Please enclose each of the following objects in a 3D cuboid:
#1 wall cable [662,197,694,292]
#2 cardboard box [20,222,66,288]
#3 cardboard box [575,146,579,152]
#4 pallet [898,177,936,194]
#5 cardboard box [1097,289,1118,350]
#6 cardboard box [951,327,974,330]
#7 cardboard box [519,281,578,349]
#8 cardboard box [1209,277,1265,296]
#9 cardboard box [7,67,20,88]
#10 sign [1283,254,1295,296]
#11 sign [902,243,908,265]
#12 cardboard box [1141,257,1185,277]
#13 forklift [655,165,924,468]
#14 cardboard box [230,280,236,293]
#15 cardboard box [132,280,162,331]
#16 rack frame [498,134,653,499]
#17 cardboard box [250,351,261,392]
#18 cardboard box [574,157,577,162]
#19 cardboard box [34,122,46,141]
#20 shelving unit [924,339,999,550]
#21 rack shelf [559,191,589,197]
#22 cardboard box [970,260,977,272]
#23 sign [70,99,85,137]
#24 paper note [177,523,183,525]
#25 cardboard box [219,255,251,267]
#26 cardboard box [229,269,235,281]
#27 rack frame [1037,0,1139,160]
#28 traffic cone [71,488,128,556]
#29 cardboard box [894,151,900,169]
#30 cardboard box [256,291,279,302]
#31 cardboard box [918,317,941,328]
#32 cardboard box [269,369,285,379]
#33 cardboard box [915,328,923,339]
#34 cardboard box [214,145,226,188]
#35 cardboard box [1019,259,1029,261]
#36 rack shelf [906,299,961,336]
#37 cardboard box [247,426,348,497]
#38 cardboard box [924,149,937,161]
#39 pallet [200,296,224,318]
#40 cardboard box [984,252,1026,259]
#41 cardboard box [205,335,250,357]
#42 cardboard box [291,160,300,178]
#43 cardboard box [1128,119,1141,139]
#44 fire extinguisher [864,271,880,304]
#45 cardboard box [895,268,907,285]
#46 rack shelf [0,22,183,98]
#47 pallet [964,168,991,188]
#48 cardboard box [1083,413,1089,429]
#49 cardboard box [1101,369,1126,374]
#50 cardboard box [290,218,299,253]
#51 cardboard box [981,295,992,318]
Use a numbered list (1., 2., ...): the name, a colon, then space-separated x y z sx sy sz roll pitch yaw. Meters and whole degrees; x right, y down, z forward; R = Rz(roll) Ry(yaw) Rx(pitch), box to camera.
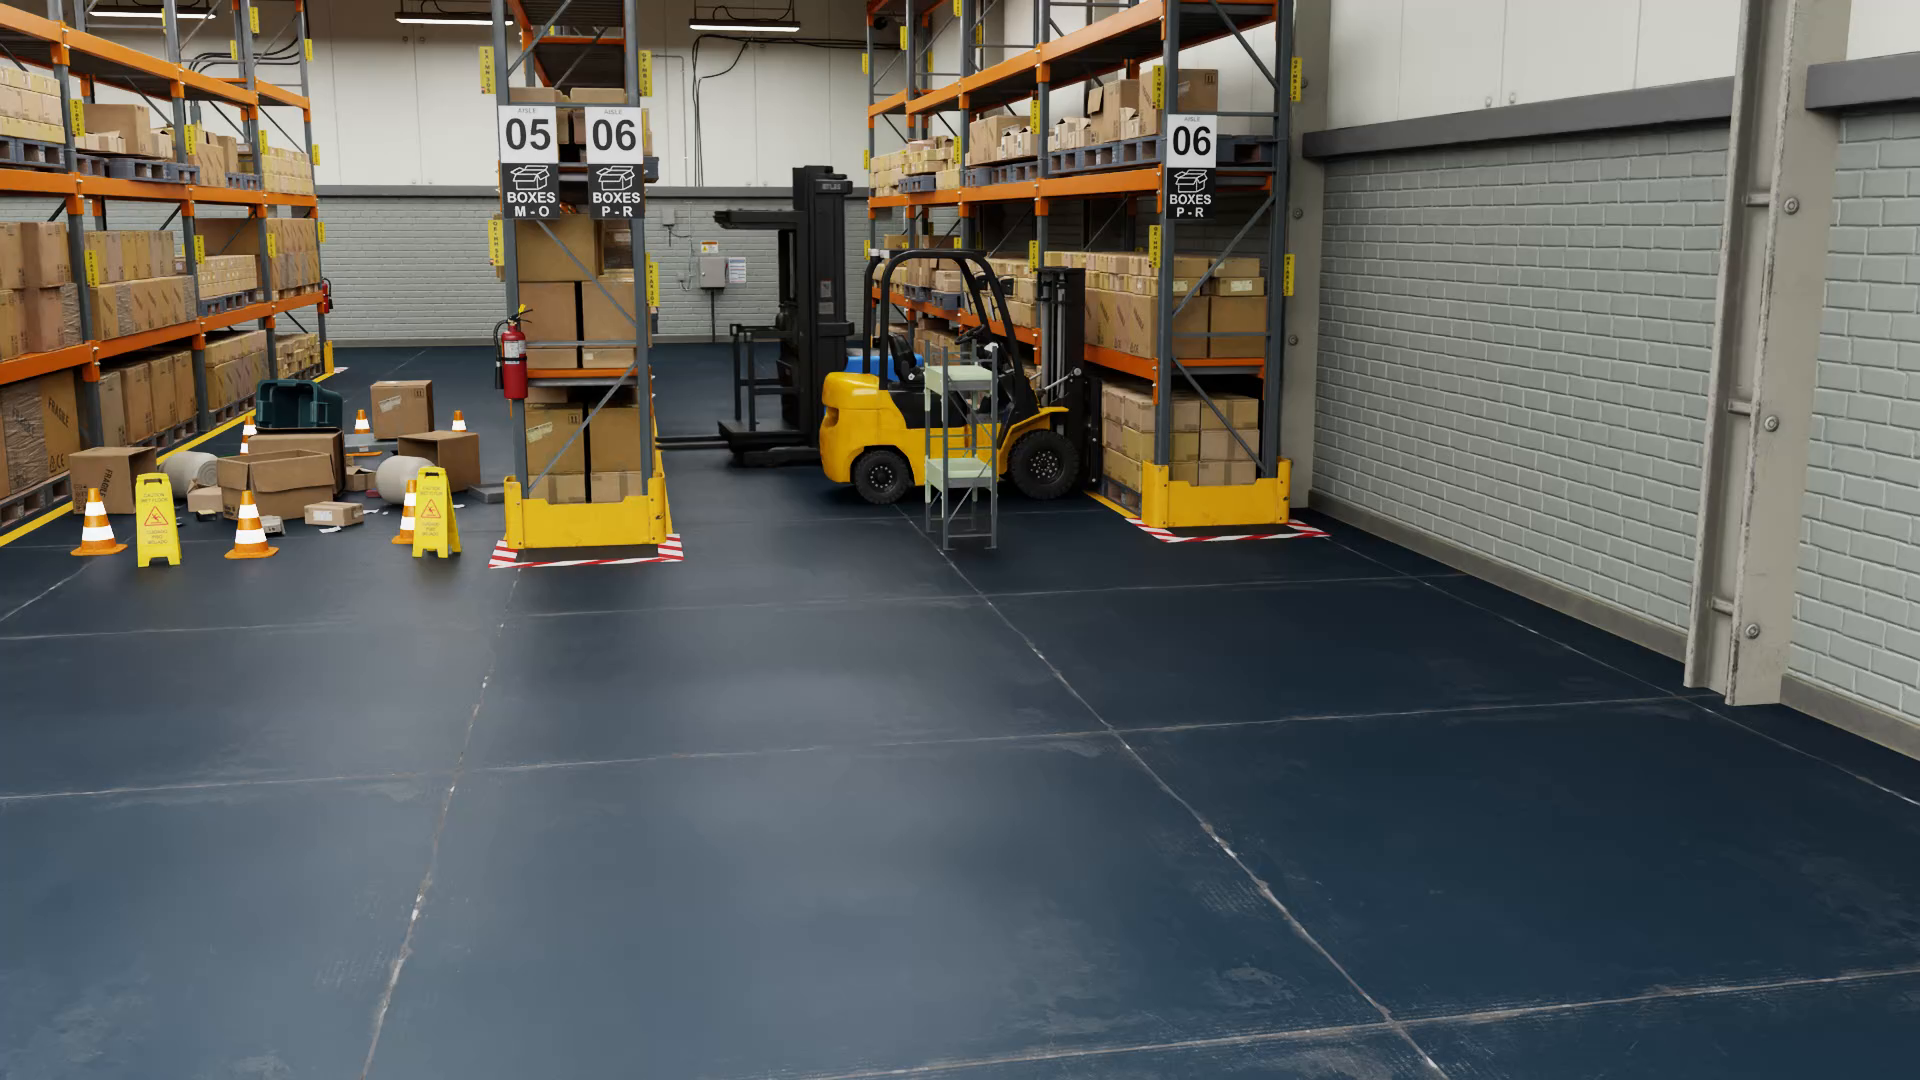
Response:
1. wall cable: -5.650 -5.964 33.292 0.588 1.984 0.122 -2 11 -11
2. cardboard box: -8.162 -2.417 14.084 0.875 0.550 0.550 -2 11 -11
3. cardboard box: -2.857 -3.278 13.479 0.500 0.250 0.500 -2 11 -9
4. pallet: -0.215 -5.085 23.868 1.213 0.211 1.003 -2 11 -11
5. cardboard box: 1.516 -1.944 14.620 0.500 0.500 0.500 -2 11 -12
6. cardboard box: 0.081 -3.065 24.607 0.380 0.149 0.250 -3 11 -13
7. cardboard box: -3.183 -1.728 12.691 0.500 0.500 0.500 -2 11 -12
8. cardboard box: 2.249 -2.064 13.516 0.380 0.149 0.250 -2 11 -12
9. cardboard box: -7.839 -3.734 13.421 0.380 0.149 0.250 -2 11 -11
10. sign: 2.606 -2.108 13.222 0.100 0.325 0.005 -2 11 -11
11. sign: -0.804 -4.230 24.581 0.100 0.325 0.005 -2 11 -11
12. cardboard box: 1.706 -2.241 13.649 0.380 0.149 0.250 -2 11 -11
13. forklift: -1.924 -2.260 16.734 3.031 2.935 1.130 -3 11 -15
14. cardboard box: -9.449 -3.224 21.163 0.380 0.149 0.250 -2 11 -9
15. cardboard box: -8.552 -2.411 17.076 0.500 0.500 0.500 -2 11 -10
16. rack frame: -2.807 -1.443 12.258 1.000 3.000 0.127 -2 11 -11
17. cardboard box: -9.487 -2.203 21.813 0.500 0.500 0.500 -2 11 -12
18. cardboard box: -3.603 -3.322 14.778 0.380 0.149 0.250 -2 11 -9
19. cardboard box: -7.936 -3.435 13.982 0.380 0.149 0.250 -2 11 -10
20. shelving unit: 0.001 -0.736 12.550 0.431 1.500 0.755 -2 11 -11
21. rack shelf: -3.974 -3.664 17.826 1.077 0.370 4.000 -2 11 -11
22. cardboard box: 0.331 -3.342 20.228 0.380 0.149 0.250 -2 11 -10
23. sign: -7.877 -3.765 14.840 0.100 0.325 0.005 -2 11 -11
24. paper note: -6.275 -0.127 13.288 0.144 0.017 0.142 2 11 9
25. cardboard box: -9.655 -3.705 22.098 0.380 0.149 0.250 -2 11 -13
26. cardboard box: -9.446 -3.367 21.119 0.380 0.149 0.250 -2 11 -11
27. rack frame: 1.283 -5.305 16.503 1.000 3.000 0.127 -2 11 -11
28. traffic cone: -6.354 -0.148 12.235 0.336 0.463 0.334 -2 11 -11
29. cardboard box: -0.715 -5.794 25.360 0.500 0.250 0.500 -2 11 -12
30. cardboard box: -9.711 -3.386 23.137 0.380 0.149 0.250 -2 11 -9
31. cardboard box: -0.405 -3.195 24.494 0.380 0.149 0.250 -2 11 -12
32. cardboard box: -9.733 -2.330 23.417 0.380 0.149 0.250 -3 11 -13
33. cardboard box: -0.464 -3.047 24.510 0.380 0.149 0.250 -2 11 -8
34. cardboard box: -9.256 -4.532 20.196 0.500 0.500 0.500 -2 11 -11
35. cardboard box: 0.918 -3.314 20.082 0.380 0.149 0.250 -2 11 -11
36. rack shelf: 0.116 -3.105 22.913 1.077 0.370 4.000 -2 11 -11
37. cardboard box: -5.822 -0.685 14.587 0.797 0.637 0.503 -2 11 -11
38. cardboard box: -0.288 -5.226 22.595 0.380 0.149 0.250 -2 11 -11
39. pallet: -9.442 -2.745 19.608 1.213 0.211 1.003 -2 11 -11
40. cardboard box: 0.558 -3.447 21.396 0.500 0.500 0.500 -2 11 -8
41. cardboard box: -9.381 -2.474 21.228 0.500 0.250 0.500 -3 11 -14
42. cardboard box: -10.218 -5.562 24.937 0.500 0.250 0.500 -2 11 -10
43. cardboard box: 1.602 -3.371 13.645 0.380 0.149 0.250 -2 11 -13
44. fire extinguisher: -1.533 -4.348 28.723 0.296 0.674 0.183 -2 11 -11
45. cardboard box: -0.723 -4.074 25.683 0.500 0.250 0.500 -2 11 -11
46. rack shelf: -8.810 -4.743 16.540 1.077 0.370 4.000 -2 11 -11
47. pallet: 0.725 -4.351 20.019 1.213 0.211 1.003 -2 11 -8
48. cardboard box: 1.358 -1.082 15.252 0.500 0.250 0.500 -2 11 -11
49. cardboard box: 1.682 -1.529 16.266 0.500 0.250 0.500 -2 11 -12
50. cardboard box: -10.108 -4.506 24.612 0.500 0.500 0.500 -3 11 -13
51. cardboard box: 0.551 -2.741 19.478 0.500 0.250 0.500 -2 11 -13
